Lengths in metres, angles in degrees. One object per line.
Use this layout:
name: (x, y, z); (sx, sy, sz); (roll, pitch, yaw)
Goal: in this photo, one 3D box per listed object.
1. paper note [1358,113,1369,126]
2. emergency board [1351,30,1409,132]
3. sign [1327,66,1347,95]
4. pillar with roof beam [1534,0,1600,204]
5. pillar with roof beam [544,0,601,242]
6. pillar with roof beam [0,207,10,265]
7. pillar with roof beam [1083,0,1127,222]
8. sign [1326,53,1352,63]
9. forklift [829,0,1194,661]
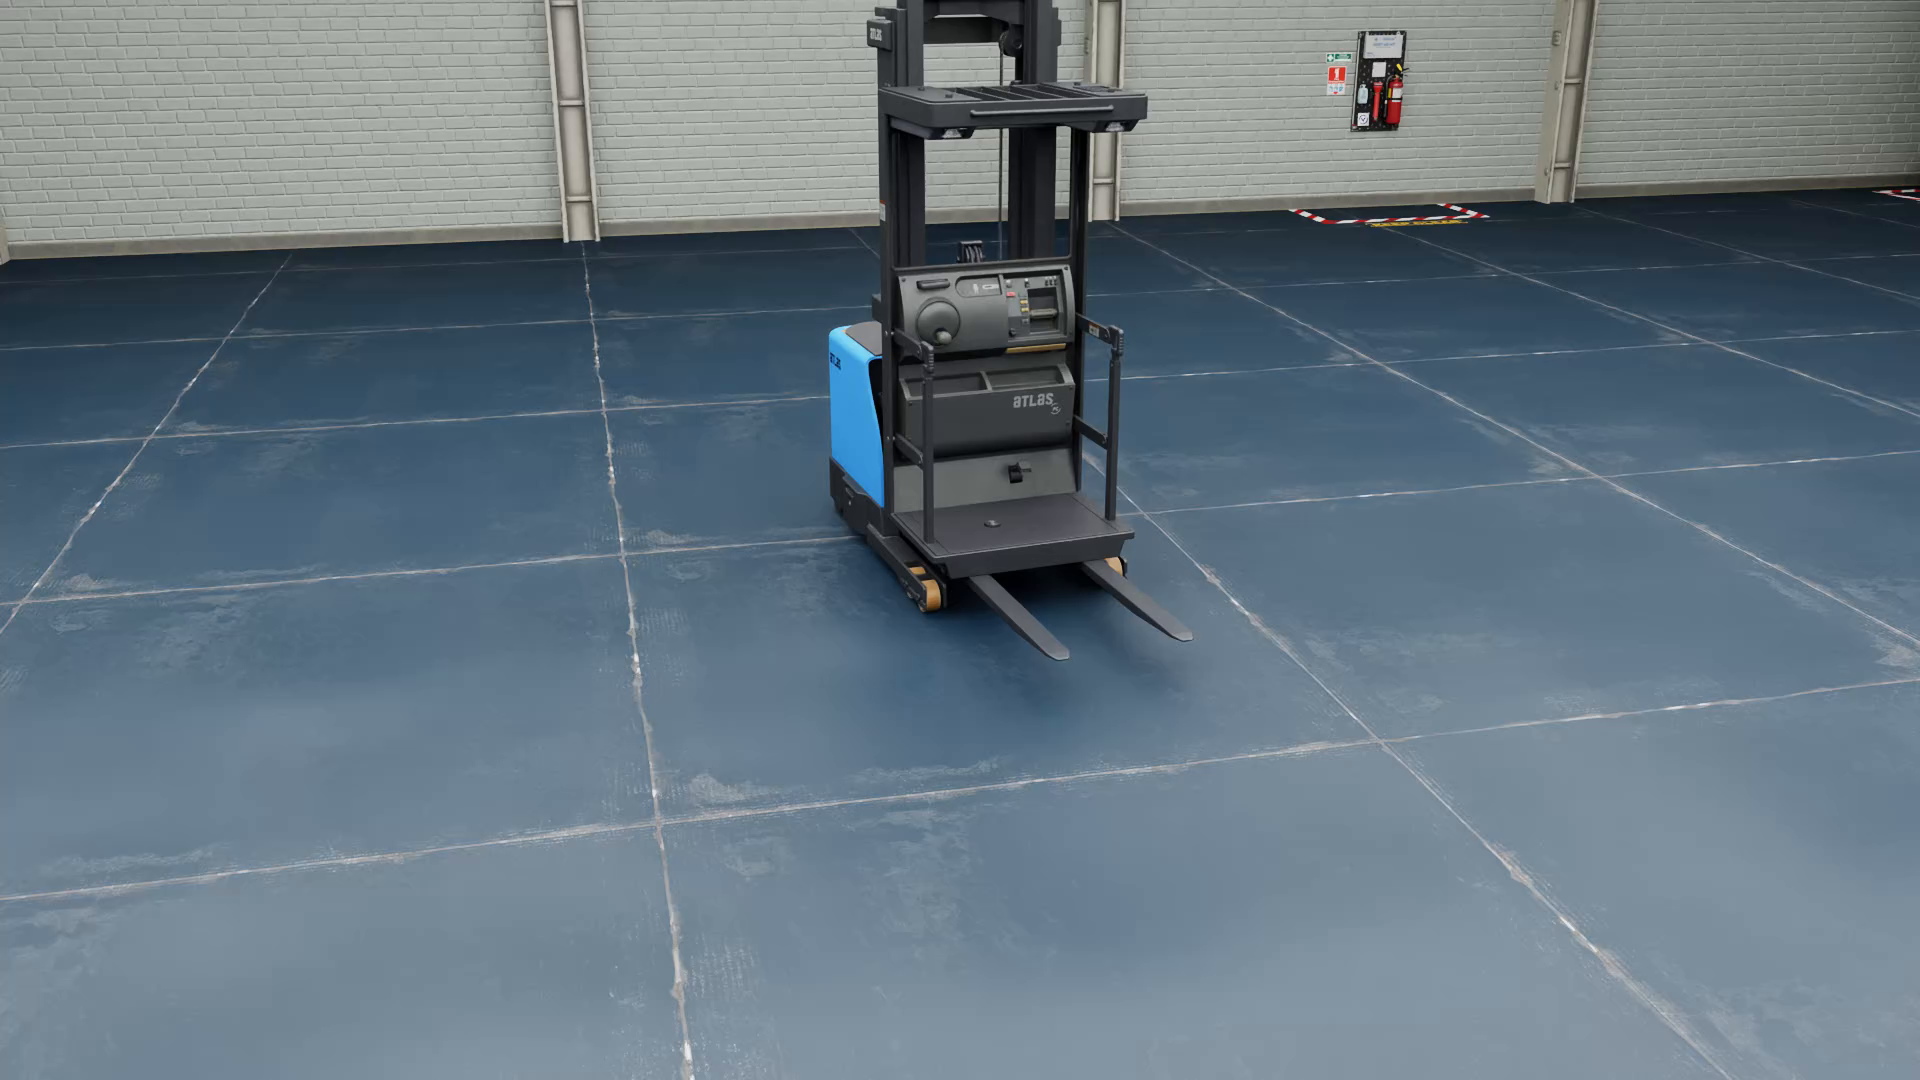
paper note: (4.891, -5.099, 20.154); (0.142, 0.148, 0.016); (-5, 21, -12)
emergency board: (5.079, -5.504, 19.978); (0.643, 1.169, 0.194); (-5, 21, -12)
sign: (4.517, -5.511, 19.947); (0.234, 0.329, 0.001); (-5, 21, -12)
pillar with roof beam: (8.483, -7.062, 15.511); (0.400, 9.000, 9.100); (-5, 21, -12)
pillar with roof beam: (-3.195, -6.113, 12.918); (0.400, 9.000, 9.100); (-5, 21, -12)
pillar with roof beam: (-9.034, -5.638, 11.622); (0.400, 9.000, 9.100); (-5, 21, -12)
pillar with roof beam: (2.644, -6.587, 14.215); (0.400, 9.000, 9.100); (-5, 21, -12)
sign: (4.523, -5.757, 19.848); (0.331, 0.109, 0.001); (-5, 21, -12)
forklift: (0.217, -1.173, 8.254); (1.130, 2.935, 3.031); (-7, 21, -19)
